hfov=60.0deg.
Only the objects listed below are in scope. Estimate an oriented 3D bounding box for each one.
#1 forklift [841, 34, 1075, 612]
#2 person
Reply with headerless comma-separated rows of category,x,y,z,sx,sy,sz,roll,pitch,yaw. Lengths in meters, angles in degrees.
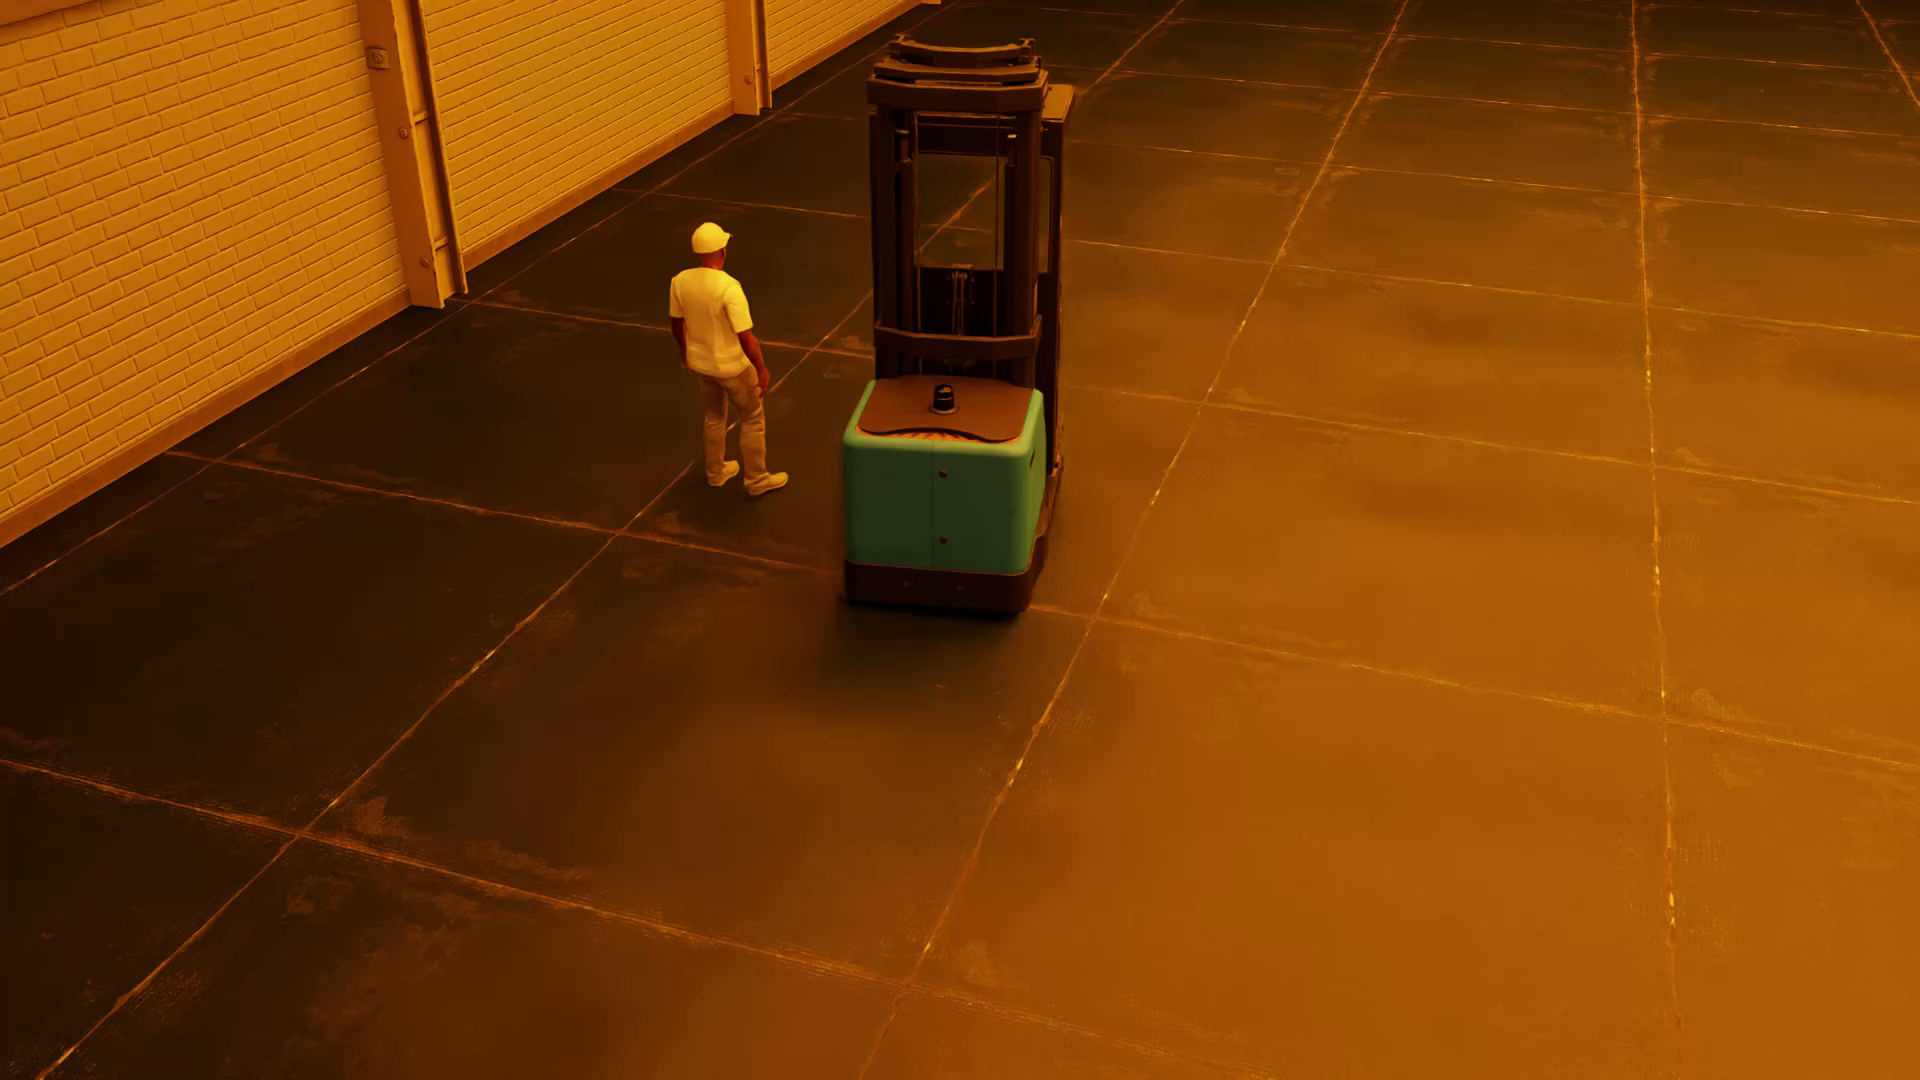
forklift,0.073,-1.581,9.909,1.130,2.935,3.031,4,30,7
person,-1.446,-1.115,10.274,0.708,1.764,0.478,17,34,27
